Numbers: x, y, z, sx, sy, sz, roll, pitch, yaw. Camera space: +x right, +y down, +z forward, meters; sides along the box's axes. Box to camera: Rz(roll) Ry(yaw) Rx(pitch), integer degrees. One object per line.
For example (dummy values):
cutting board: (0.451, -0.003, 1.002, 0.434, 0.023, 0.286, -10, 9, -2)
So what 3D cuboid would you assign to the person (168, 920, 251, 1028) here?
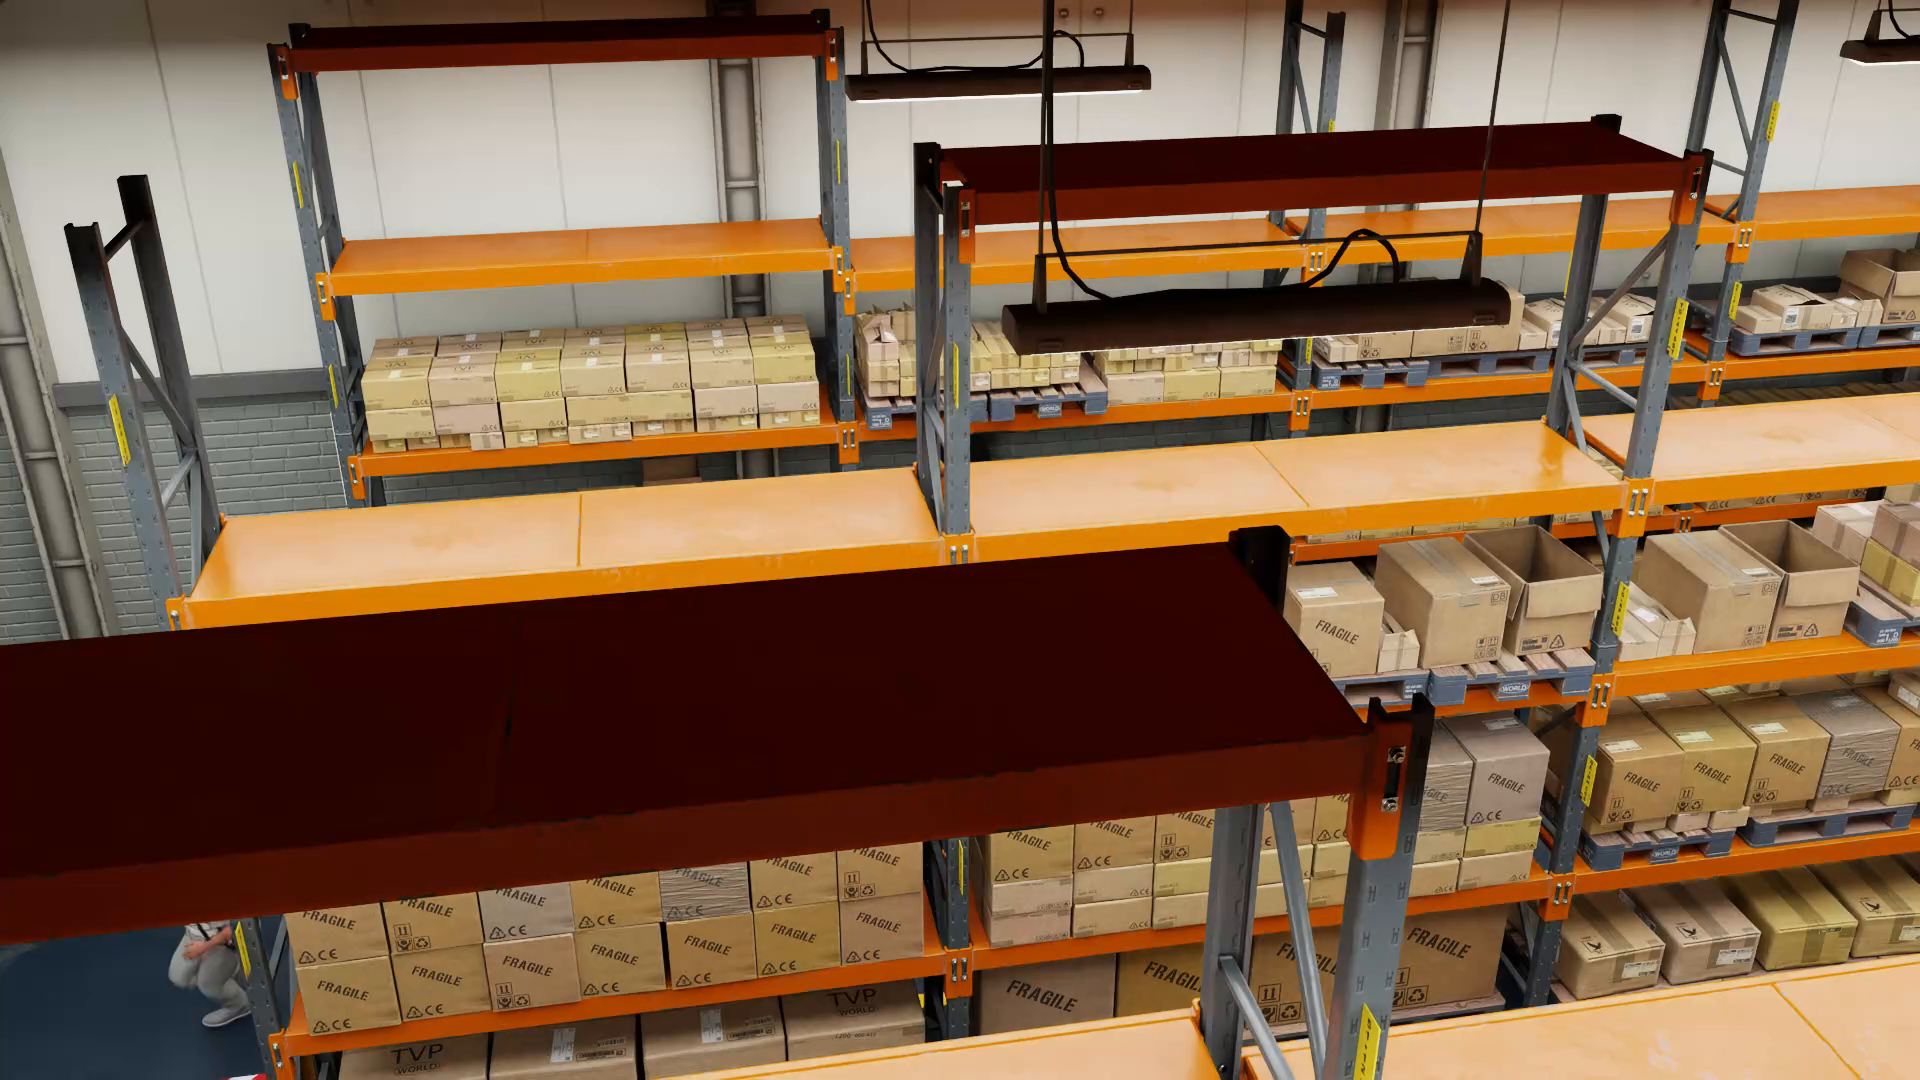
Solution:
person: (-4.937, 2.595, 10.966, 0.699, 1.707, 0.553, 21, 33, 37)
